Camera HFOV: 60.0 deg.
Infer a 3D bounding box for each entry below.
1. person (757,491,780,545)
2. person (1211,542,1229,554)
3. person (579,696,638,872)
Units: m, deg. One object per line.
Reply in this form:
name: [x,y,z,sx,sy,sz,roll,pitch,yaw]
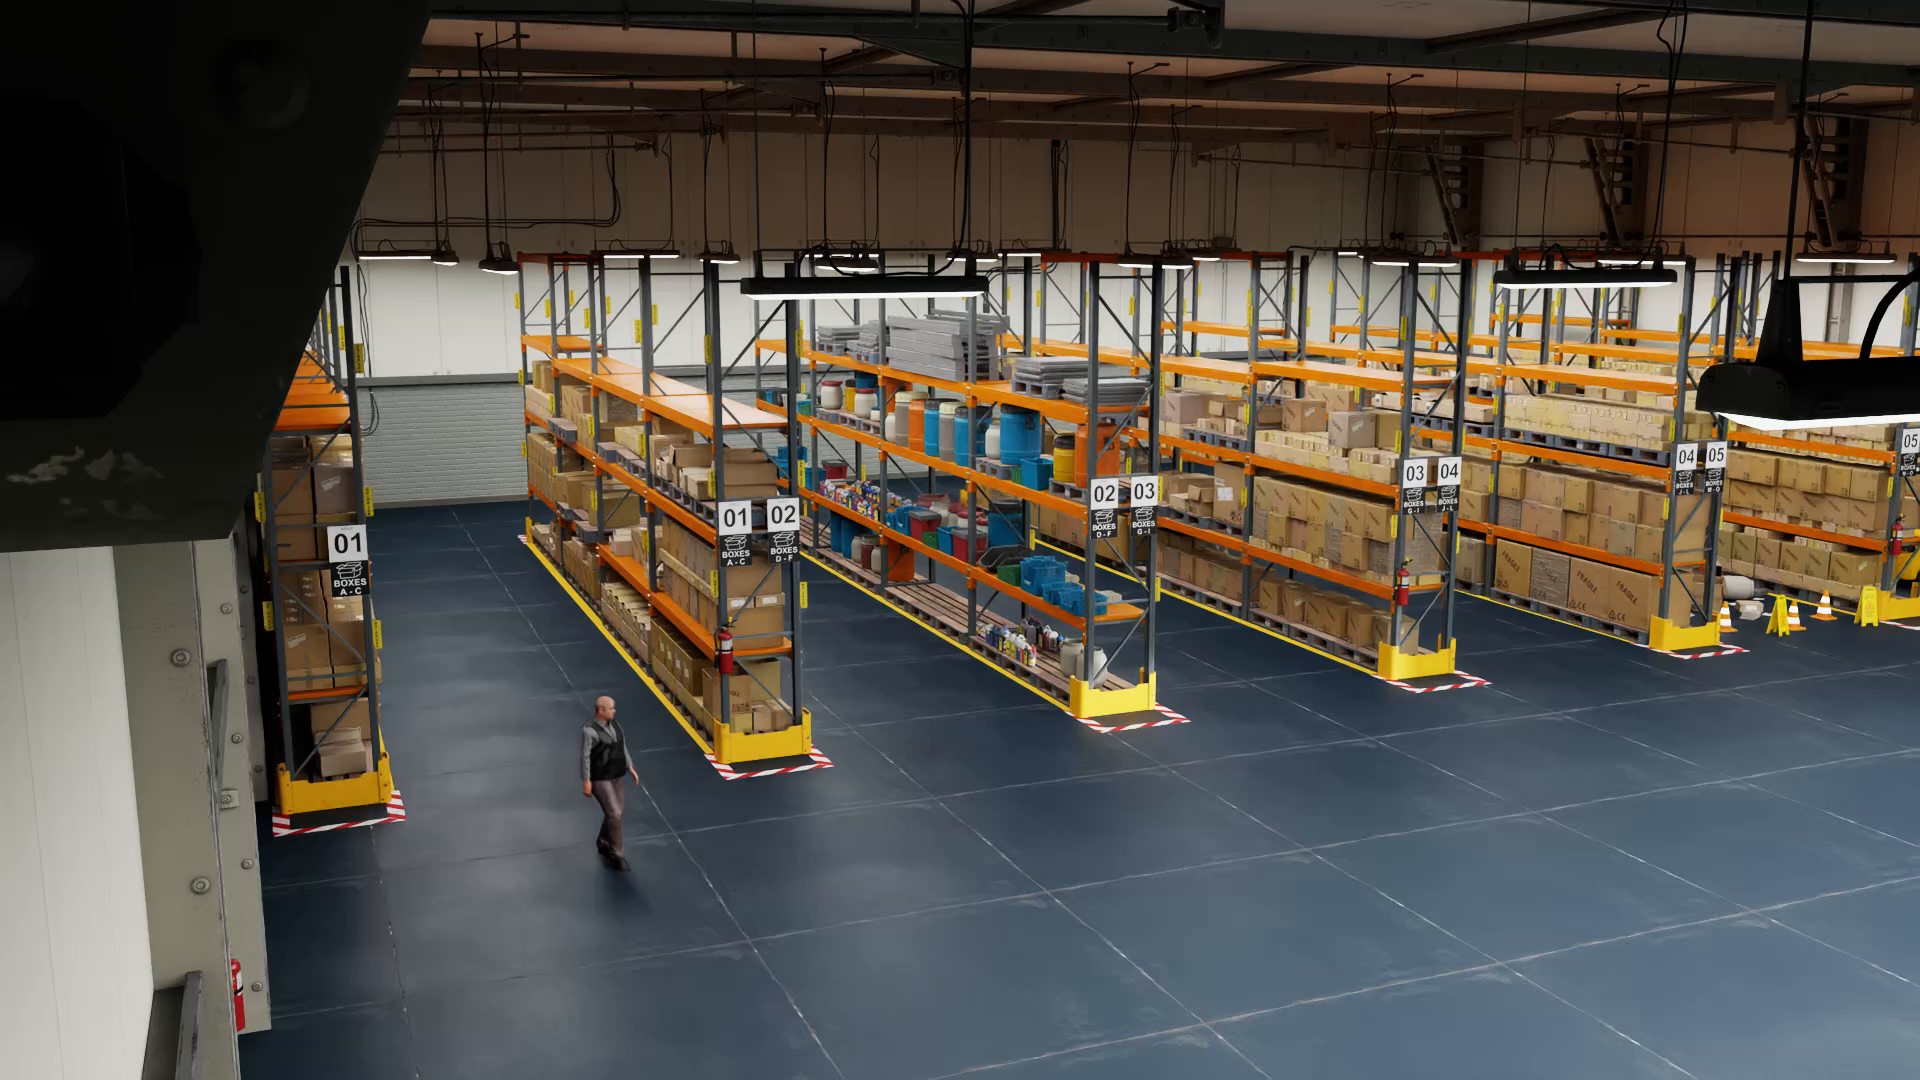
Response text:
person: [-3.773,-0.415,32.454,0.578,1.733,0.980,-2,11,-11]
person: [5.250,-0.530,33.094,0.528,1.732,0.948,-5,11,-25]
person: [-3.518,2.468,16.913,0.599,1.772,0.565,5,12,26]
